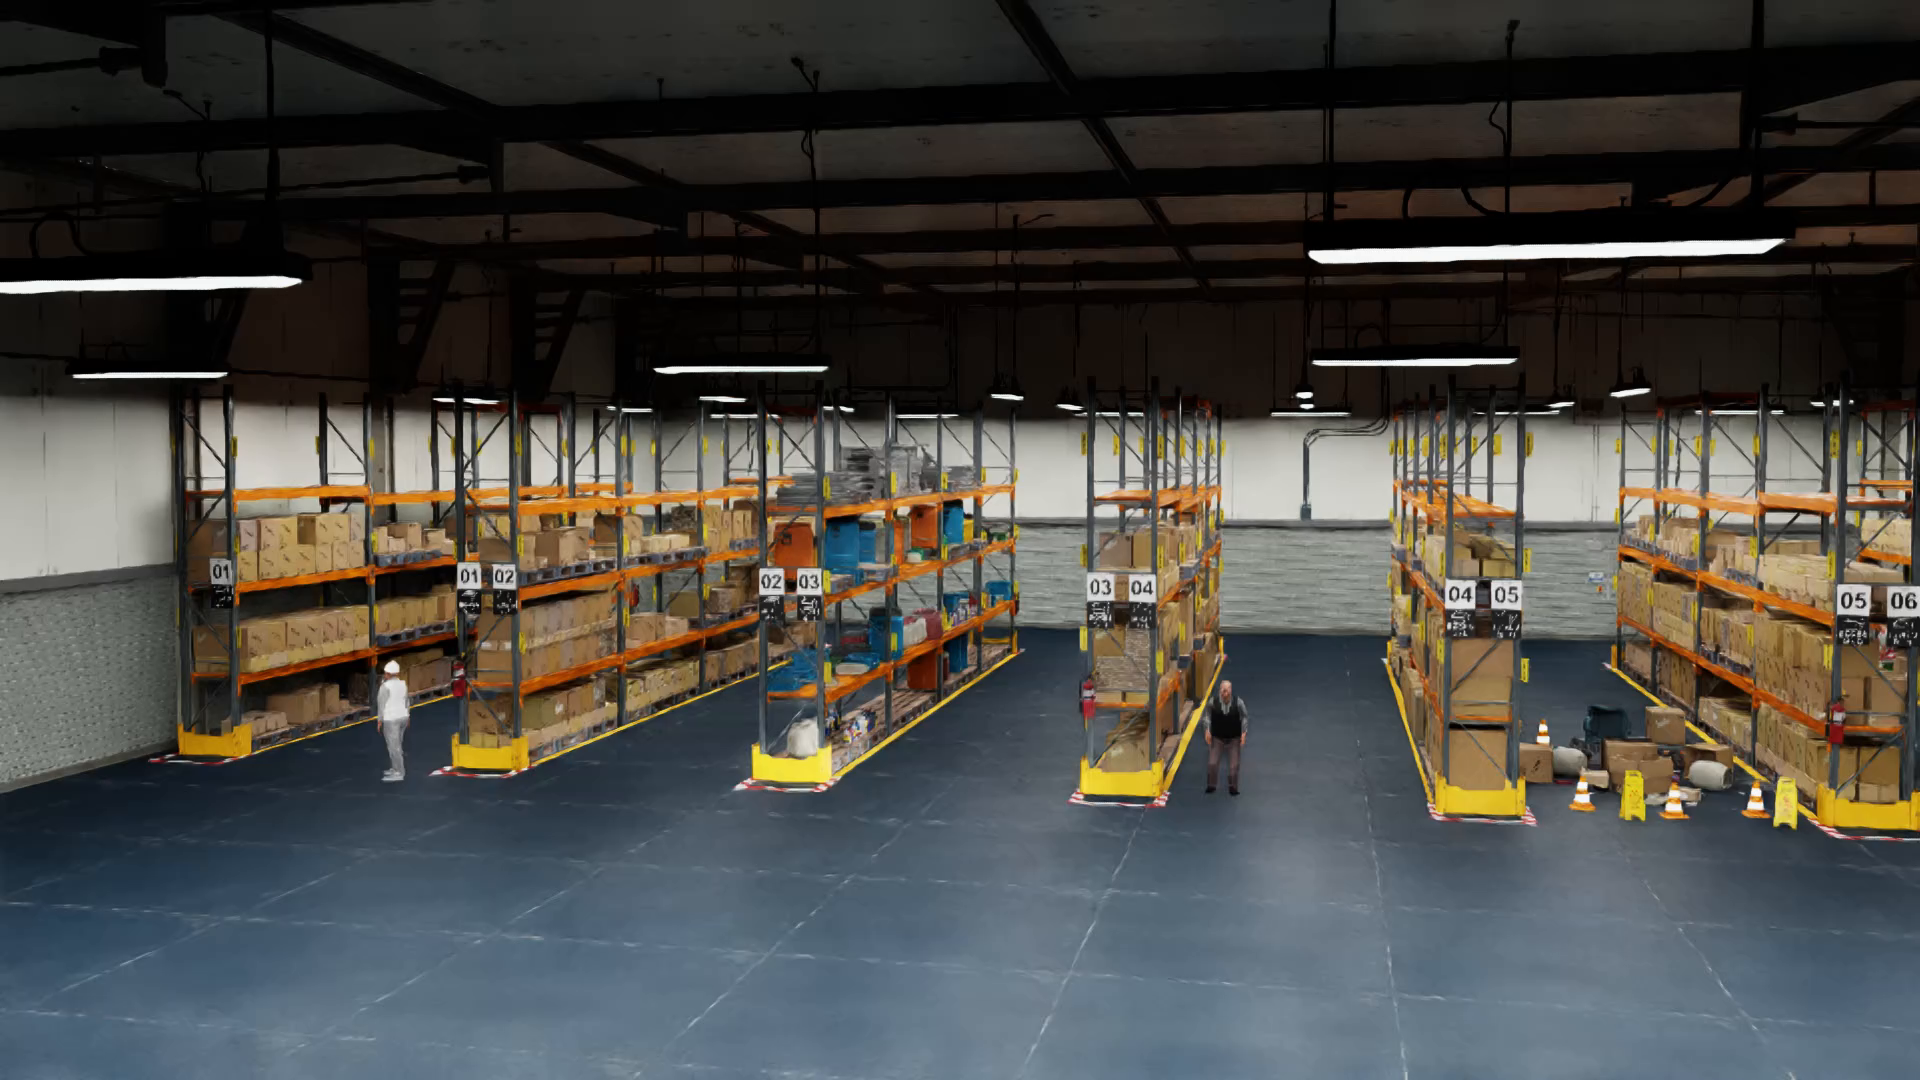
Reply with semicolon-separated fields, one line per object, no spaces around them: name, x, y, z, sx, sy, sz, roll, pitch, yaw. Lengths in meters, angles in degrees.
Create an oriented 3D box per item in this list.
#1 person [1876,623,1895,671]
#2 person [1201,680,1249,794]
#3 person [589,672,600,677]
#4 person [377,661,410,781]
person;17.599;2.318;31.758;0.594;1.785;0.670;2;4;30
person;3.813;2.833;23.923;0.677;1.673;0.530;0;3;8
person;-7.958;2.173;36.124;0.372;1.735;0.526;-1;3;-14
person;-8.543;2.701;25.047;0.582;1.769;0.647;1;3;19
